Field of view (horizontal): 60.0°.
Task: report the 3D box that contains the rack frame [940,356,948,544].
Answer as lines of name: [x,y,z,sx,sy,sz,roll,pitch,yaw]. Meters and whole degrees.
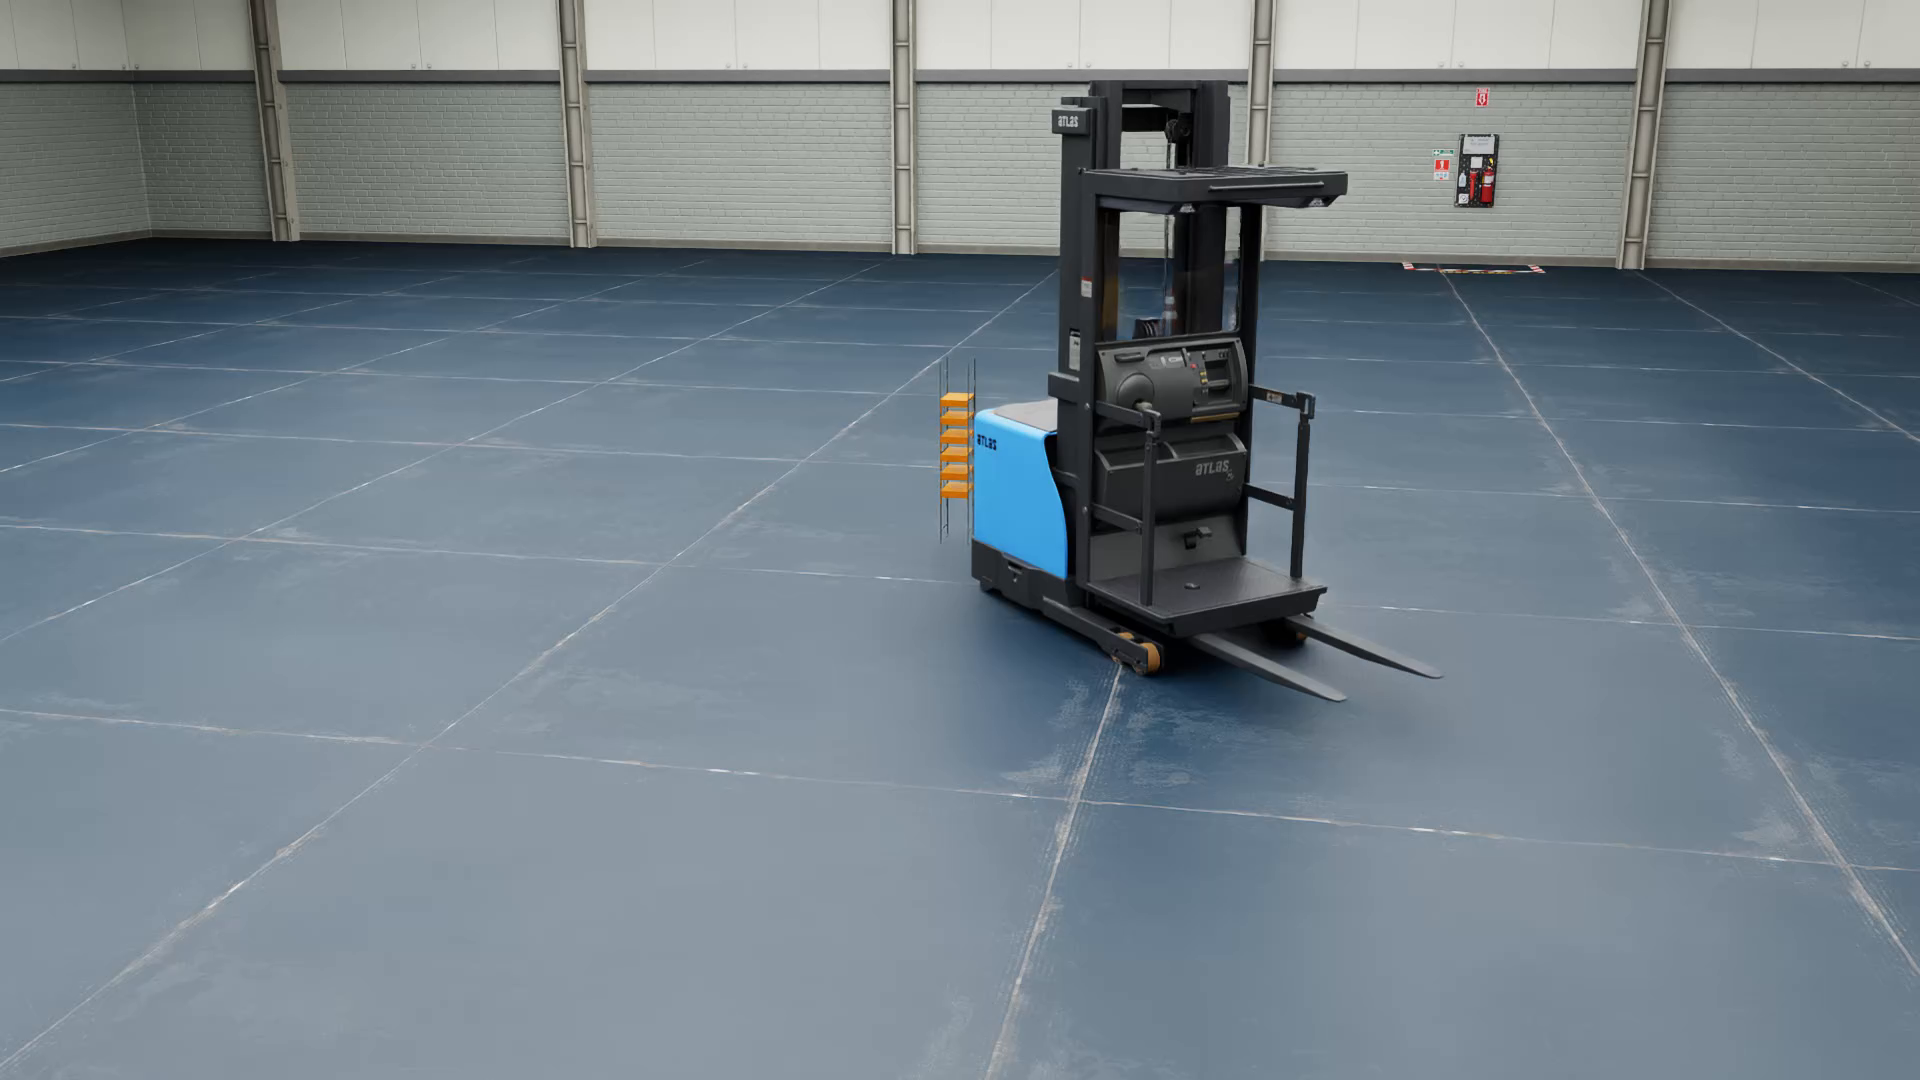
rack frame: [-0.104,-0.584,10.852,0.006,1.200,0.240,3,16,11]

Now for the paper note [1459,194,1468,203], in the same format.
paper note: [8.222,-5.574,27.147,0.142,0.148,0.016,3,16,11]

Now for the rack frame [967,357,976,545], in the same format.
rack frame: [0.075,-0.574,10.817,0.006,1.200,0.240,3,16,11]

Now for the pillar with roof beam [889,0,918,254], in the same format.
pillar with roof beam: [-1.821,-8.233,23.858,0.400,9.000,9.100,3,16,11]

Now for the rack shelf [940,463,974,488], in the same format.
rack shelf: [-0.014,-0.421,10.879,0.180,0.103,0.258,3,16,11]

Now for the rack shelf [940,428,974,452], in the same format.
rack shelf: [-0.014,-0.652,10.814,0.180,0.103,0.258,3,16,11]

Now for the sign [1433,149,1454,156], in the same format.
sign: [7.864,-6.298,27.049,0.331,0.109,0.001,3,16,11]

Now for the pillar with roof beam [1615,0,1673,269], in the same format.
pillar with roof beam: [9.938,-7.595,21.554,0.400,9.000,9.100,3,16,11]

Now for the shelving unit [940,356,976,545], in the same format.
shelving unit: [-0.014,-0.579,10.835,0.189,1.200,0.258,3,16,11]

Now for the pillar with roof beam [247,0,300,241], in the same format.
pillar with roof beam: [-13.580,-8.872,26.163,0.400,9.000,9.100,3,16,11]

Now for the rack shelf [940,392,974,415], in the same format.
rack shelf: [-0.014,-0.883,10.750,0.180,0.103,0.258,3,16,11]

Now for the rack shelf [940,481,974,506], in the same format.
rack shelf: [-0.014,-0.305,10.911,0.180,0.103,0.258,3,16,11]

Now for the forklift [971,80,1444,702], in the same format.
forklift: [1.240,-0.862,8.614,1.130,2.935,3.031,-9,18,-29]

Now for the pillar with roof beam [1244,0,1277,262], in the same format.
pillar with roof beam: [4.059,-7.914,22.706,0.400,9.000,9.100,3,16,11]

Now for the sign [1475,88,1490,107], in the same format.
sign: [8.394,-7.115,26.717,0.199,0.298,0.001,3,16,11]

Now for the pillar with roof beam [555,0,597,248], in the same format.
pillar with roof beam: [-7.701,-8.553,25.010,0.400,9.000,9.100,3,16,11]

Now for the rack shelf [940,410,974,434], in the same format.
rack shelf: [-0.014,-0.767,10.782,0.180,0.103,0.258,3,16,11]

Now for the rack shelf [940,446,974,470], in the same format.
rack shelf: [-0.014,-0.536,10.846,0.180,0.103,0.258,3,16,11]

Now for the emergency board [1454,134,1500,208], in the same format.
emergency board: [8.382,-5.972,26.931,0.643,1.169,0.194,3,16,11]

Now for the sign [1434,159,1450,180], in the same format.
sign: [7.861,-6.045,27.129,0.234,0.329,0.001,3,16,11]
